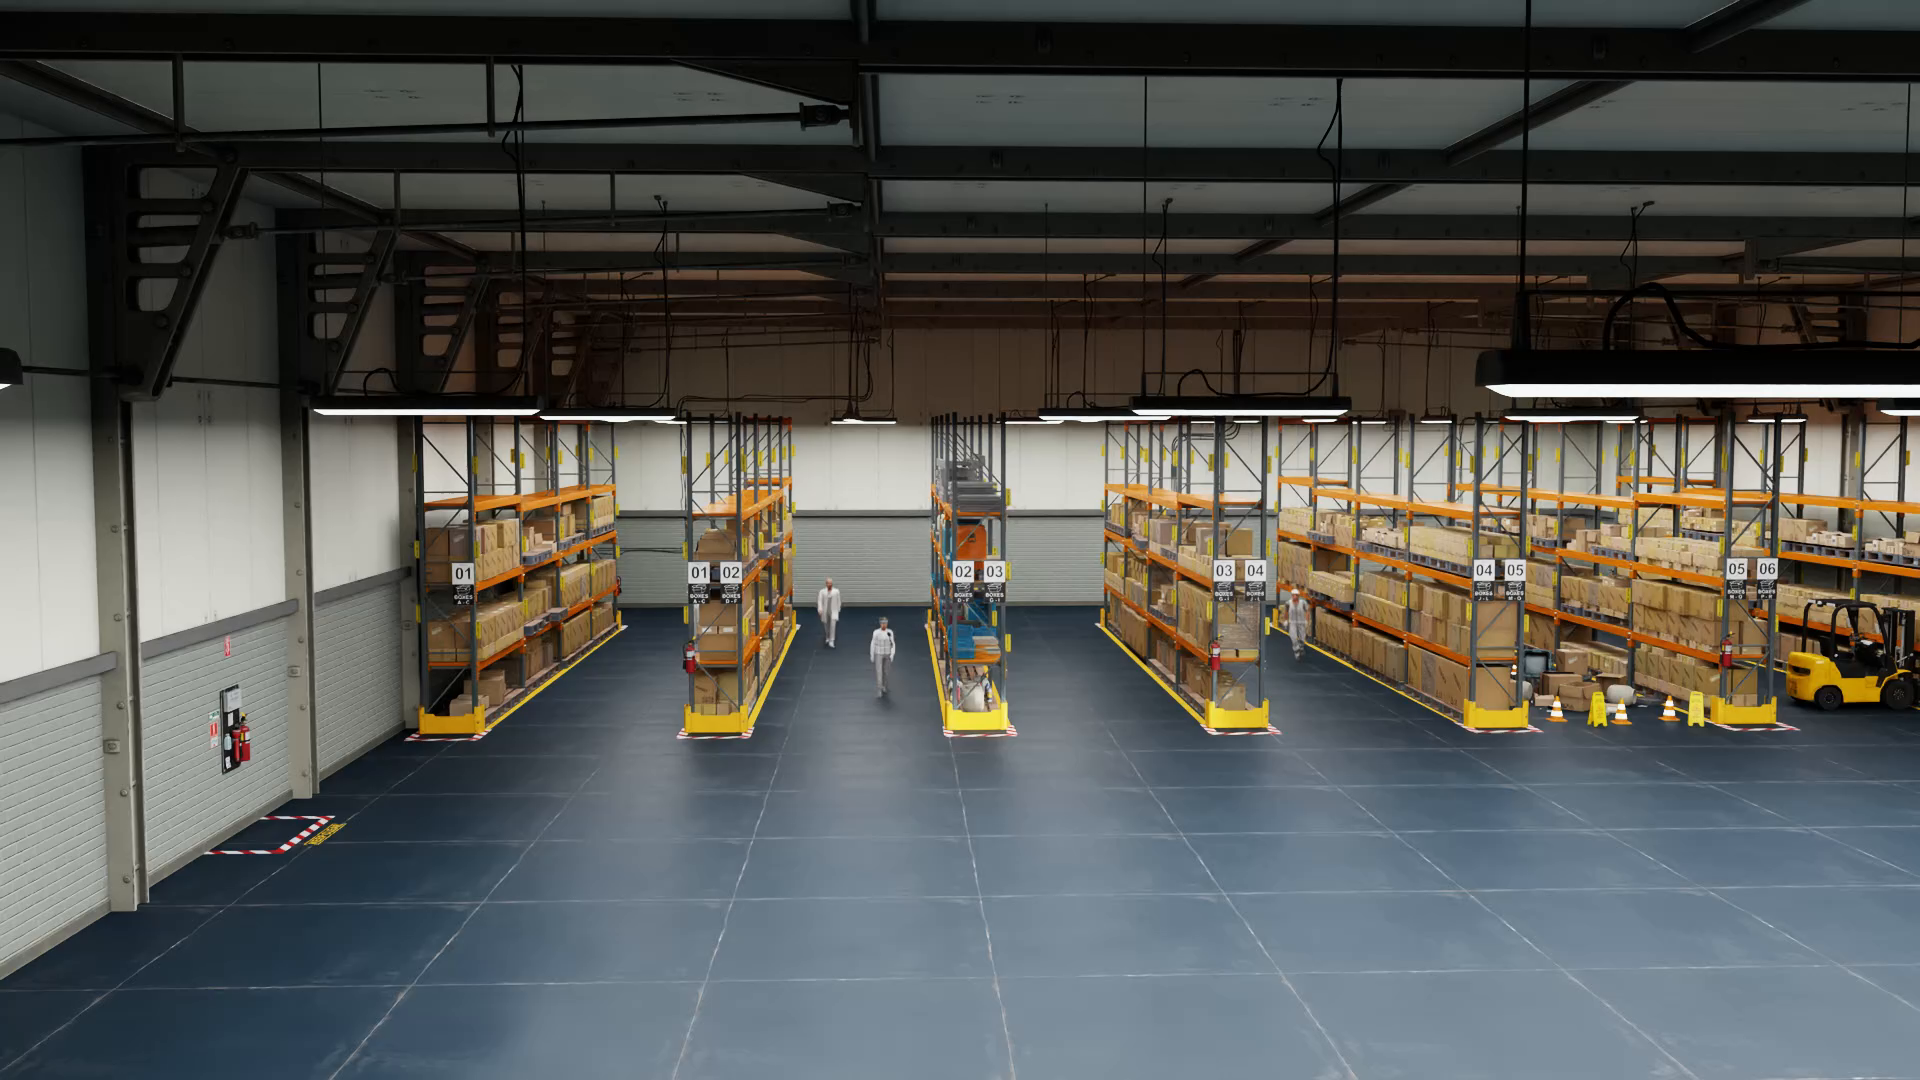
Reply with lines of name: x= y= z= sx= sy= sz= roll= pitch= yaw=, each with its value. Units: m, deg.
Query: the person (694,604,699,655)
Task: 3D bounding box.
person: x=-6.528 y=2.054 z=41.633 sx=0.577 sy=1.624 sz=1.023 roll=0 pitch=4 yaw=-5

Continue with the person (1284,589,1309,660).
person: x=8.303 y=2.059 z=41.012 sx=0.603 sy=1.757 sz=0.733 roll=1 pitch=4 yaw=12

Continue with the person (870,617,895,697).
person: x=-1.629 y=2.469 z=35.547 sx=0.506 sy=1.658 sz=0.828 roll=-1 pitch=4 yaw=-20

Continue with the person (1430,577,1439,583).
person: x=12.977 y=1.827 z=45.267 sx=0.448 sy=1.694 sz=0.568 roll=-3 pitch=5 yaw=-33

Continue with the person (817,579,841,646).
person: x=-3.434 y=1.879 z=43.485 sx=0.586 sy=1.713 sz=1.142 roll=0 pitch=4 yaw=1
